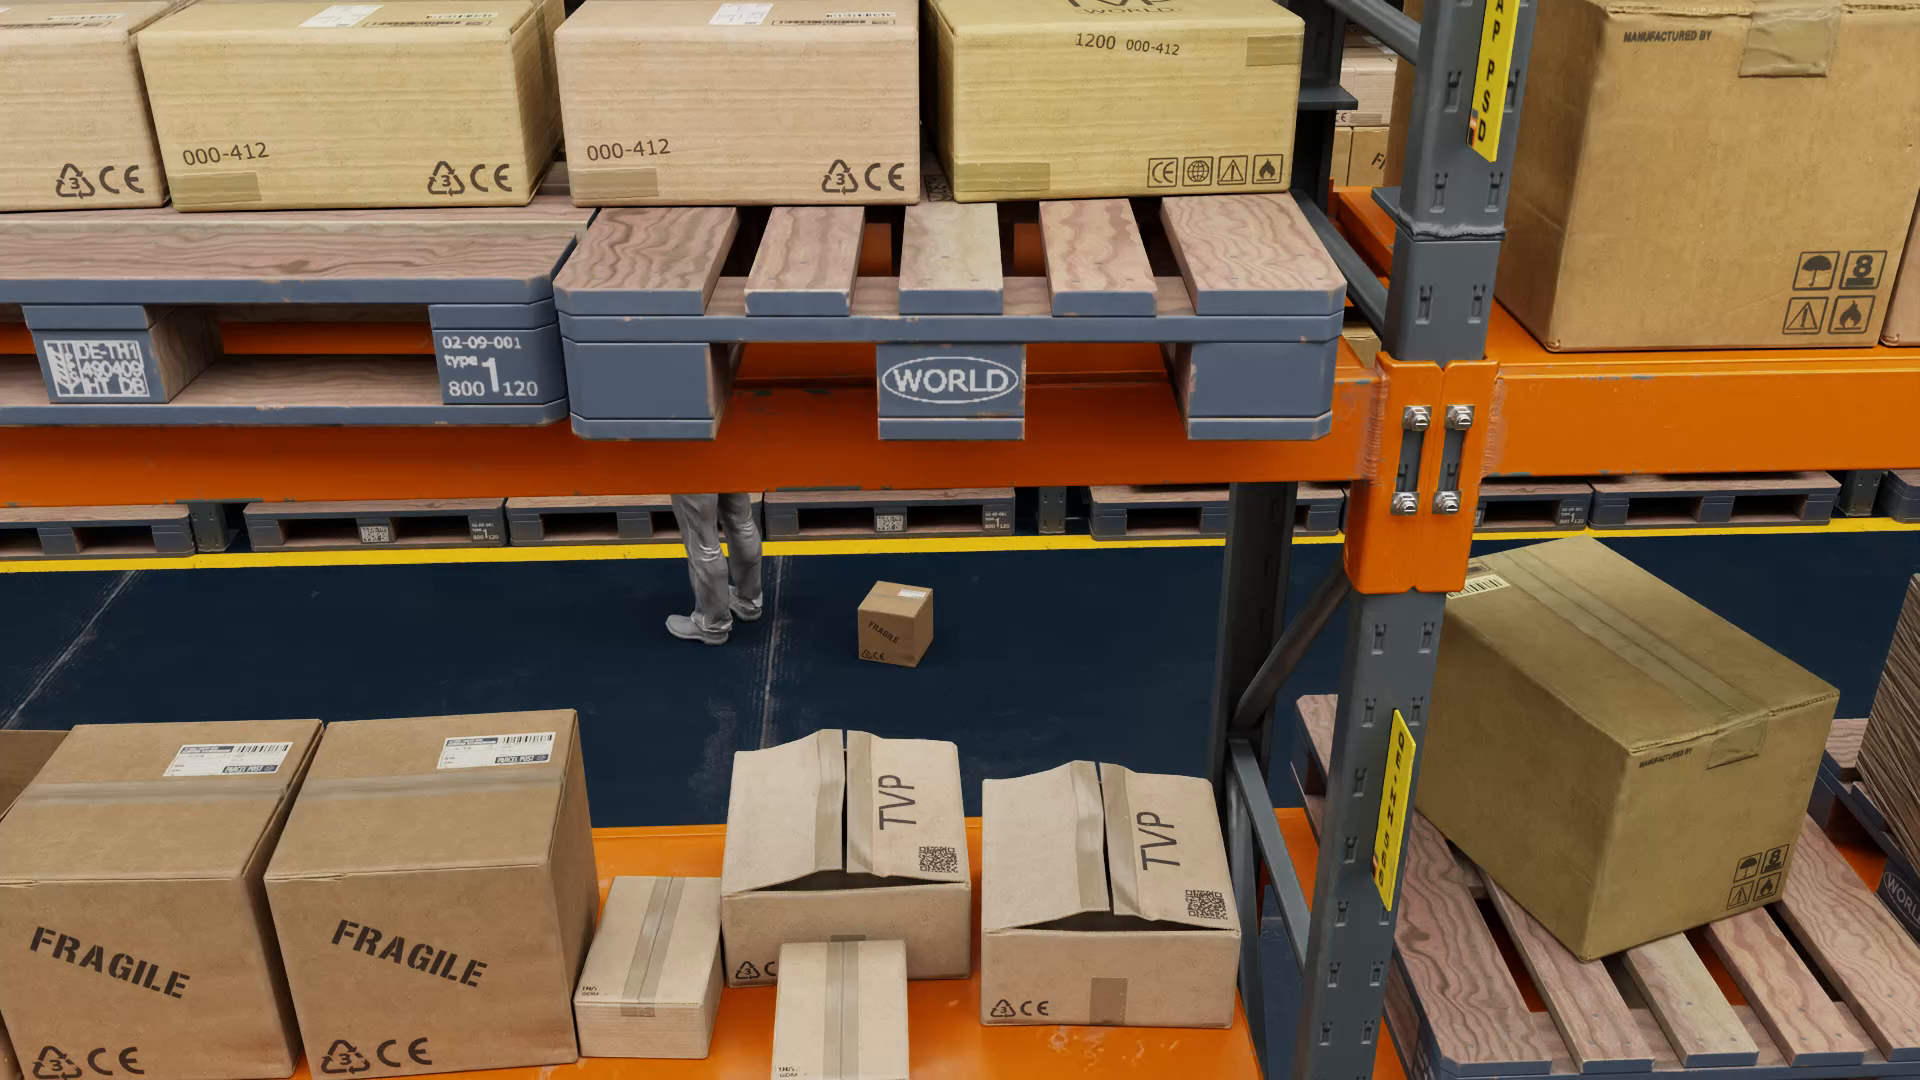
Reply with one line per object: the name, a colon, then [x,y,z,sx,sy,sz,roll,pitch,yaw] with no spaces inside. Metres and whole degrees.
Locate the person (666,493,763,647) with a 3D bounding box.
person: [-1.061,-0.406,6.873,0.381,1.771,0.552,19,33,32]
